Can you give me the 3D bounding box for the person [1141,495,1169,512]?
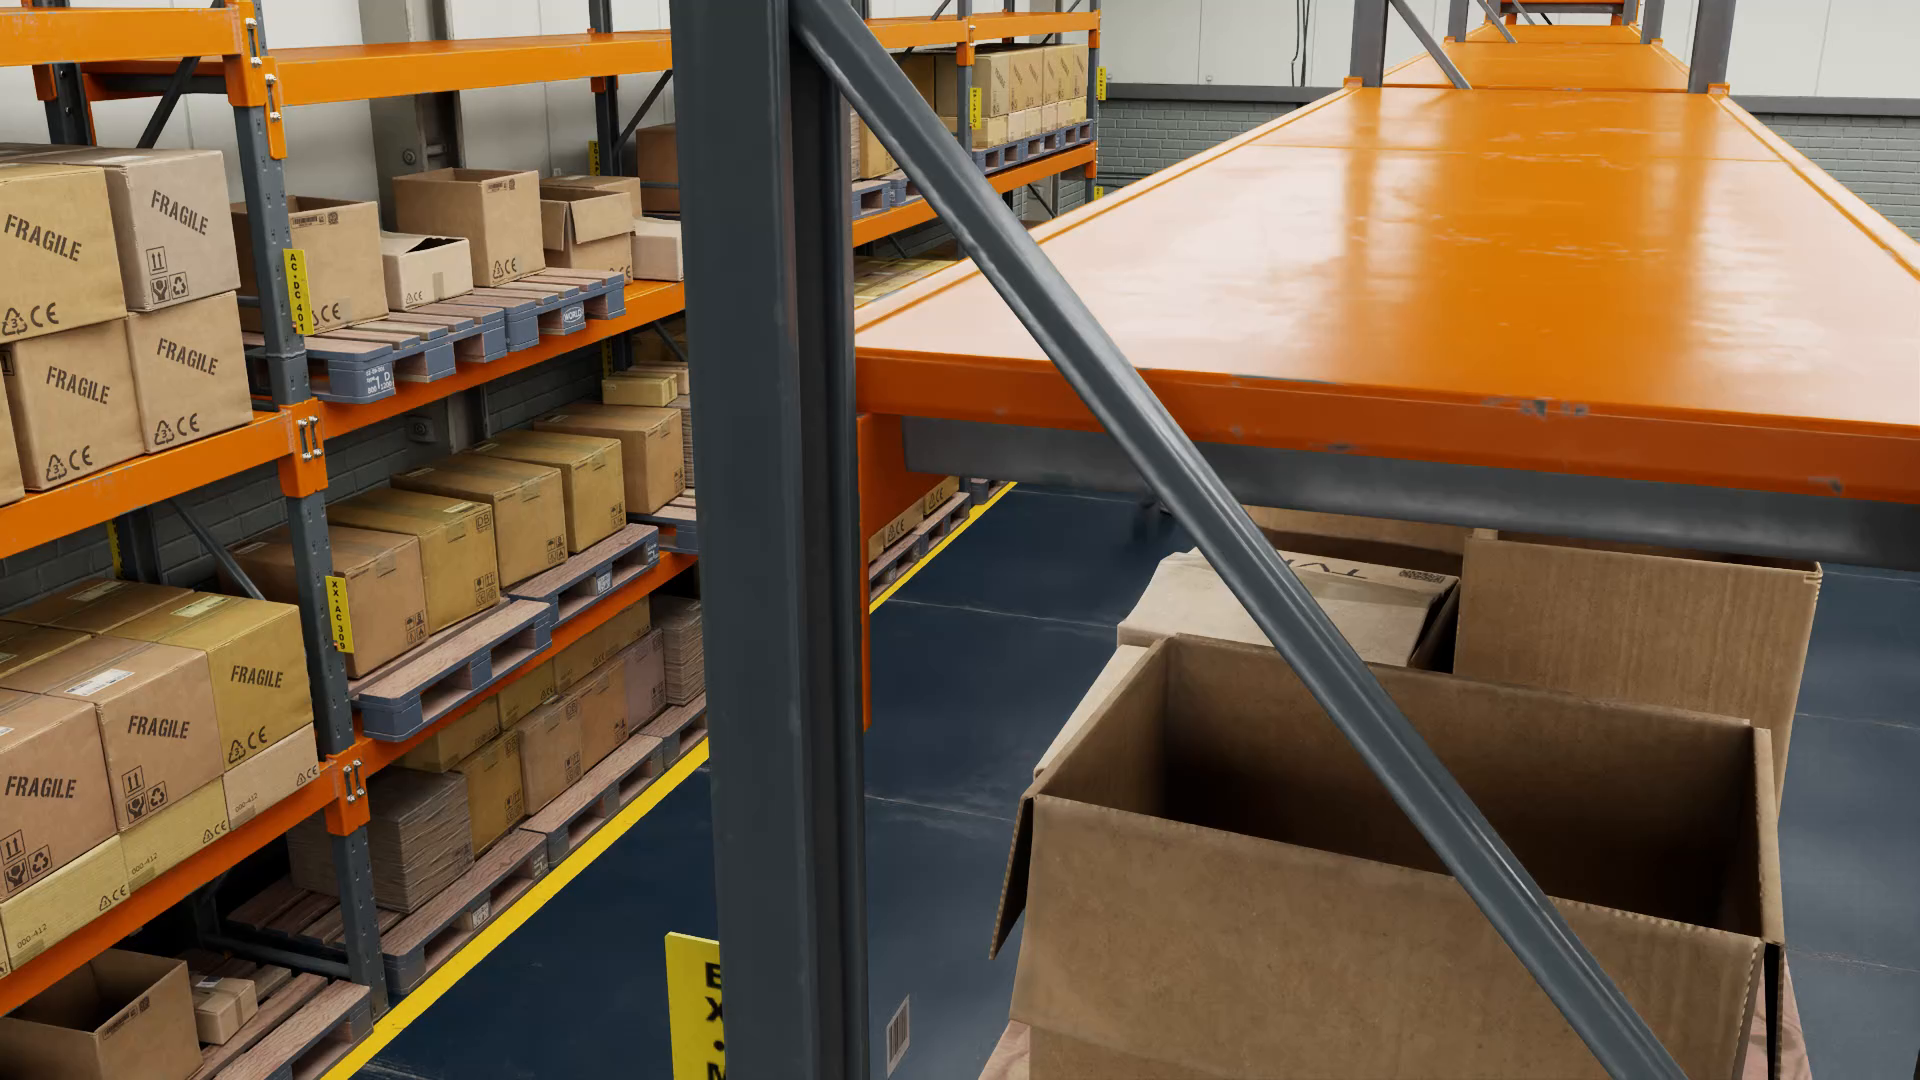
[{"bbox_3d":[1.806,-1.118,14.364,0.567,1.812,0.497,5,19,14],"label":"person"}]
